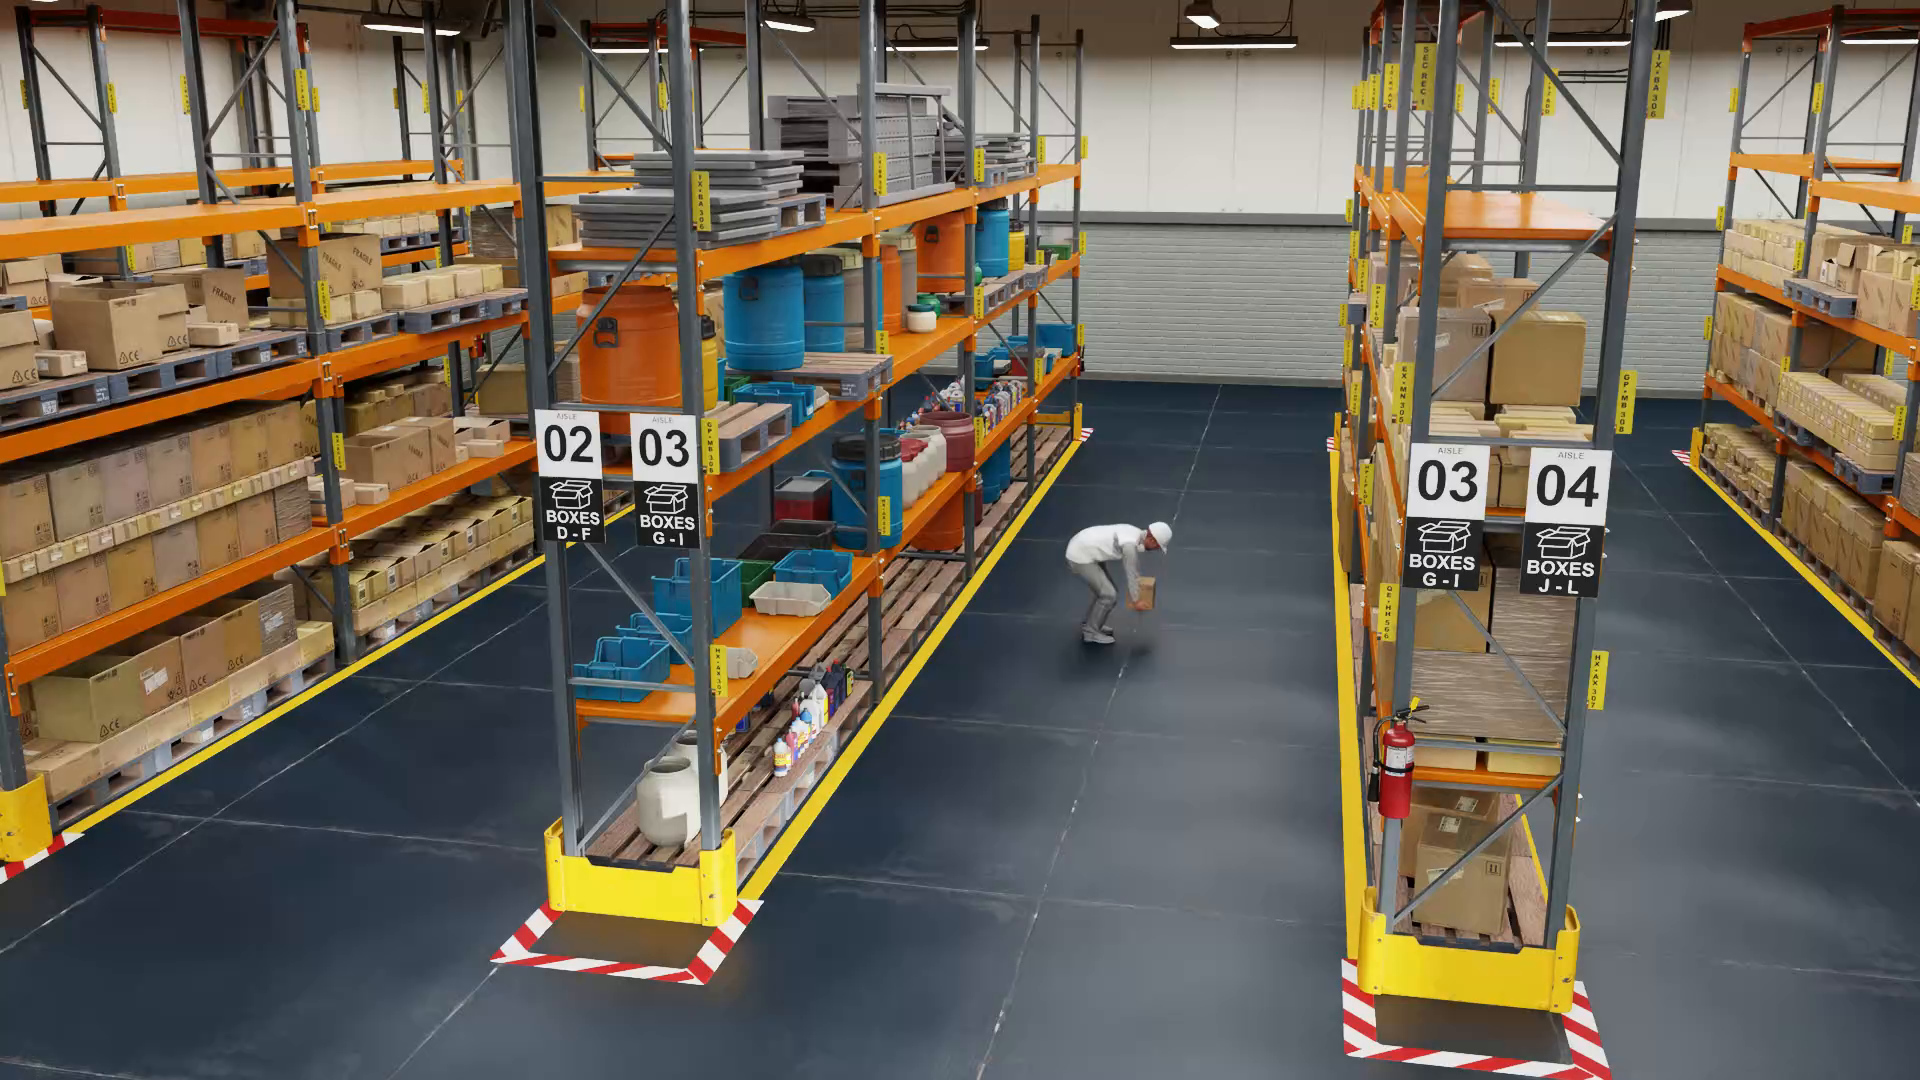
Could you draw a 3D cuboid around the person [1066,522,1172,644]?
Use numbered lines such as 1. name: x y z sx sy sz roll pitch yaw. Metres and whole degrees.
1. person: 1.490 0.383 15.709 0.988 1.158 0.485 2 15 9
